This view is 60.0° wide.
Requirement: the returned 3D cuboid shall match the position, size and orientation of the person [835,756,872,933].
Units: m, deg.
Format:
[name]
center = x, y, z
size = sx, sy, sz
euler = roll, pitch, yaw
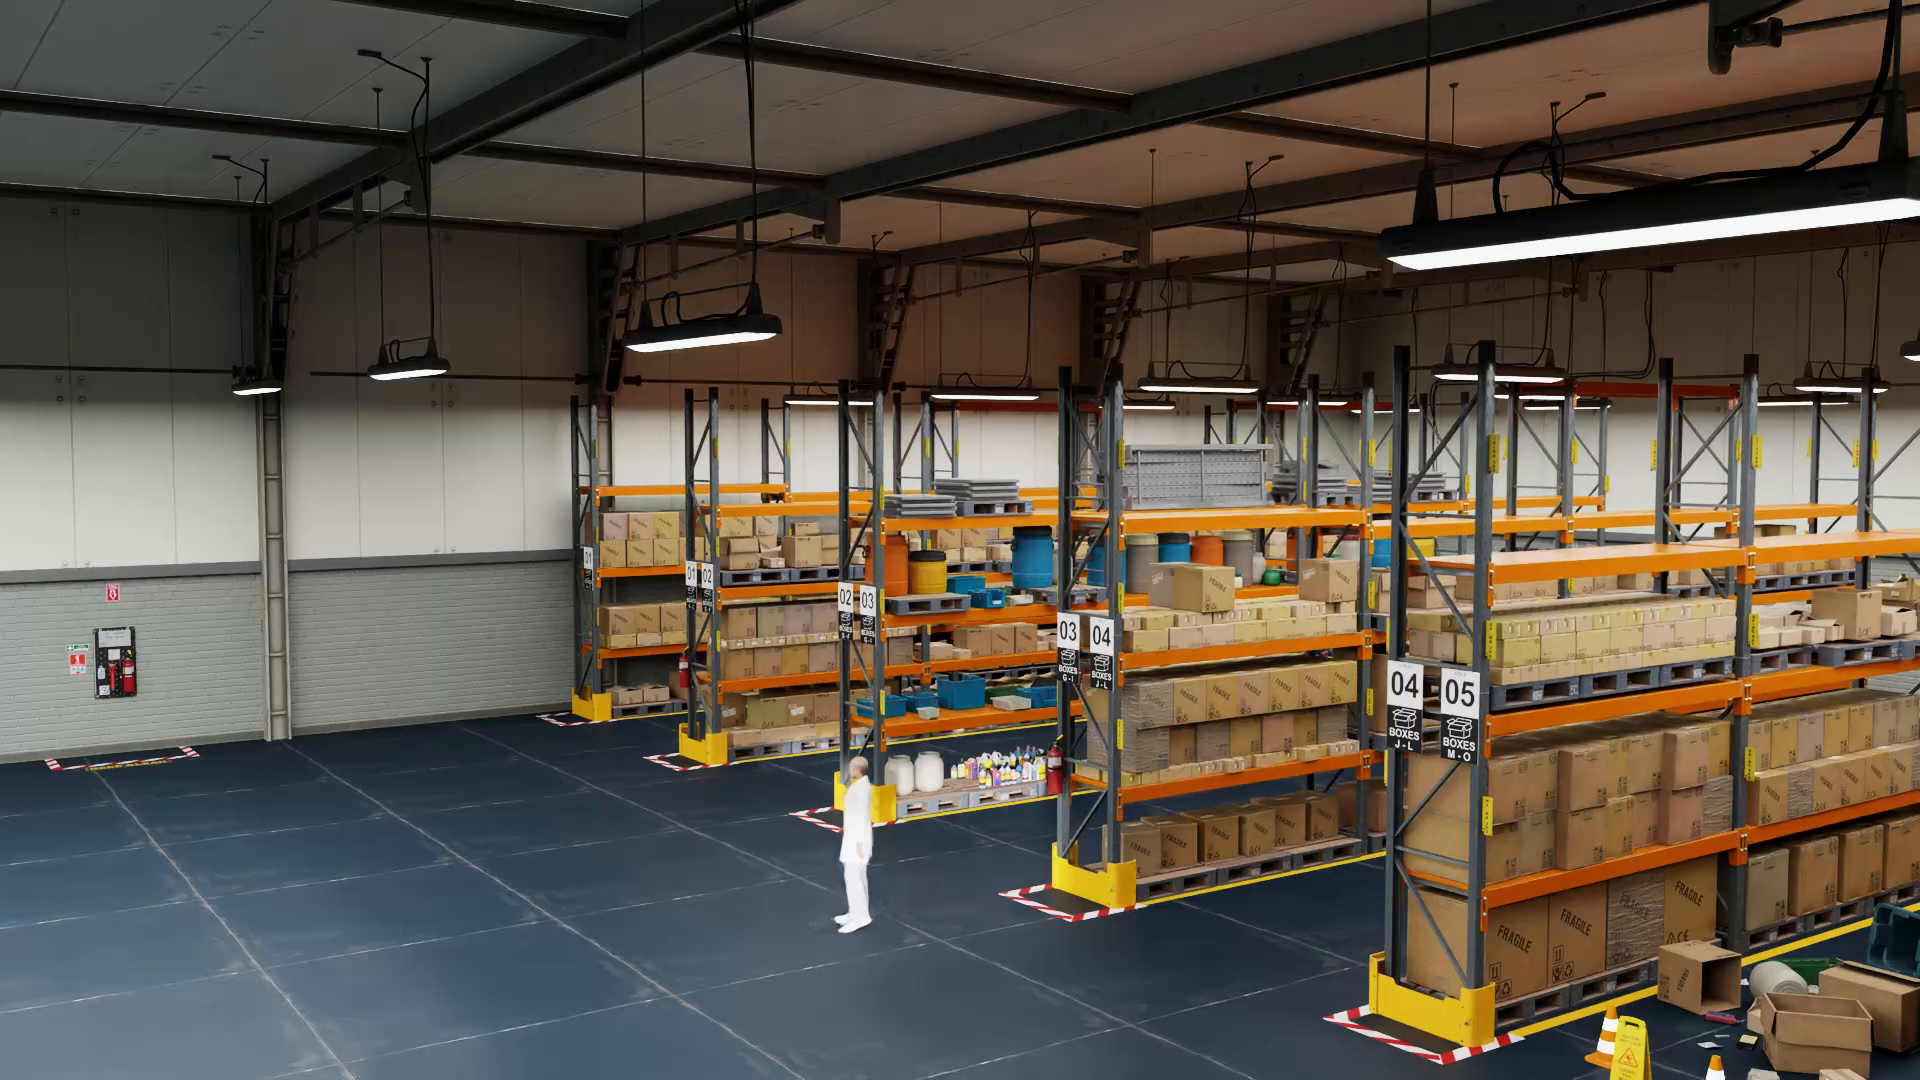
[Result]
[person]
center = -1.138, 3.222, 17.703
size = 0.404, 1.833, 0.634
euler = 0, 3, -1
